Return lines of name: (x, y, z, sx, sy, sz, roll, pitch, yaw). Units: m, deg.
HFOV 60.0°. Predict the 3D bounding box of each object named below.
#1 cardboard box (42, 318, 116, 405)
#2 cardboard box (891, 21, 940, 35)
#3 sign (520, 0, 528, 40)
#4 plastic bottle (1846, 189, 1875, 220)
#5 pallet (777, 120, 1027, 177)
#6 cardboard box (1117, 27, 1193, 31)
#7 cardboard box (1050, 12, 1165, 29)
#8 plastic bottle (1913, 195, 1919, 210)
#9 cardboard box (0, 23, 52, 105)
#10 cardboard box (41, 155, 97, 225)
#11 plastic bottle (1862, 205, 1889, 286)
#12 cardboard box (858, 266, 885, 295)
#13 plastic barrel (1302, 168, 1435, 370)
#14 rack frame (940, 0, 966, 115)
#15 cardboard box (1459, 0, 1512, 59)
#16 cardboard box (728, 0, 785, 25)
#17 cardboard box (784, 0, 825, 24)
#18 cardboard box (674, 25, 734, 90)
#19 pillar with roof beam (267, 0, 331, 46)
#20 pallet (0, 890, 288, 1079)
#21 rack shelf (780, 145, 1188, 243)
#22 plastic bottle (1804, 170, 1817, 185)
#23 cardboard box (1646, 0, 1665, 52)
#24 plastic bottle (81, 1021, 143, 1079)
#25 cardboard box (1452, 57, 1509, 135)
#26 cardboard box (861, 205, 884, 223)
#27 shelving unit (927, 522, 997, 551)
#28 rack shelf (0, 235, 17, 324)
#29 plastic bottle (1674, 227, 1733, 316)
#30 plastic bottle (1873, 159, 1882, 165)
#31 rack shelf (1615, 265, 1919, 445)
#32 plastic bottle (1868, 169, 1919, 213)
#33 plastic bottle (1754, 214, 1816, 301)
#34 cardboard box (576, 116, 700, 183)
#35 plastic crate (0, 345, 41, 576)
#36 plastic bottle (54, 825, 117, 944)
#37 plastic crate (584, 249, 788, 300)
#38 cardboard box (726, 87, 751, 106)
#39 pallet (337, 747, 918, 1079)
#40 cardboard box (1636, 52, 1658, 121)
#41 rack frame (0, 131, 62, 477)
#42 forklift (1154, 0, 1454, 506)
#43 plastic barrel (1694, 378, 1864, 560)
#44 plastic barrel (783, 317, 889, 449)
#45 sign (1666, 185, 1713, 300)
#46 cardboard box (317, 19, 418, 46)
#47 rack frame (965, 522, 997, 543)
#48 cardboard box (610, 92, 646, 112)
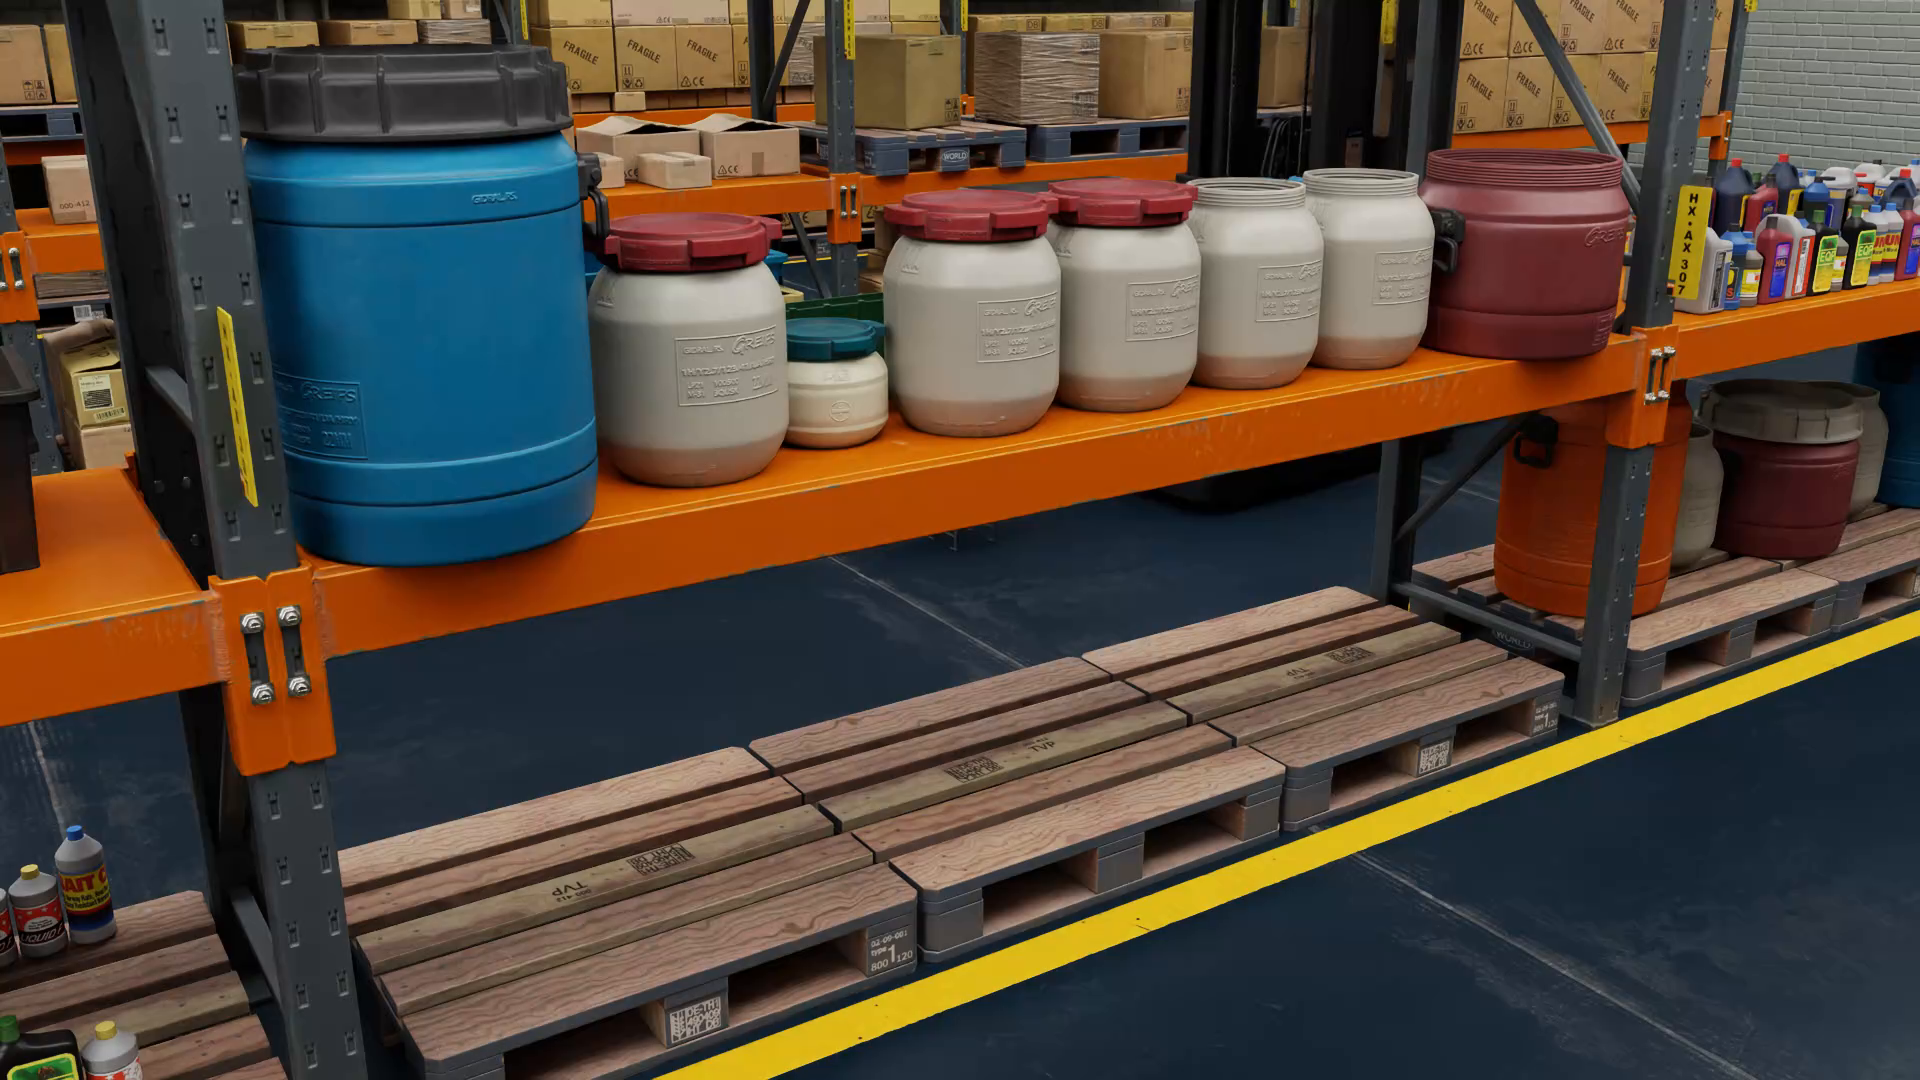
cardboard box: (-4.044, -0.875, 7.912, 0.500, 0.311, 0.500, -12, 22, -31)
cardboard box: (-0.517, -4.348, 14.769, 0.500, 0.500, 0.500, -12, 22, -32)
sign: (-3.305, -3.961, 12.595, 0.005, 0.325, 0.100, -12, 22, -31)
plastic bottle: (3.699, -1.341, 6.838, 0.097, 0.201, 0.097, 0, 19, 0)
pallet: (-0.356, -2.317, 9.714, 1.003, 0.211, 1.213, -12, 22, -31)
cardboard box: (1.399, -3.059, 10.797, 0.500, 0.500, 0.700, -8, 20, -23)
cardboard box: (1.406, -4.790, 16.261, 0.700, 0.700, 0.980, -13, 23, -34)
plastic bottle: (3.535, -1.119, 6.066, 0.135, 0.276, 0.152, -12, 22, -31)
cardboard box: (-6.508, -3.226, 11.260, 0.500, 0.500, 0.700, -12, 22, -31)
cardboard box: (-3.837, -1.592, 7.506, 0.500, 0.250, 0.500, -10, 21, -28)
plastic bottle: (3.179, -1.032, 5.814, 0.097, 0.271, 0.097, 0, 19, 0)
cardboard box: (-0.346, -1.298, 9.616, 0.500, 0.500, 0.500, -11, 22, -29)
plastic barrel: (1.096, -0.759, 4.631, 0.421, 0.512, 0.421, 0, 19, 0)
rack frame: (-0.271, -4.299, 15.276, 0.127, 3.000, 1.000, -12, 22, -31)
cardboard box: (3.436, -3.594, 11.475, 0.500, 0.500, 0.500, -13, 22, -33)
cardboard box: (-1.804, -4.434, 13.853, 0.500, 0.250, 0.500, -12, 22, -33)
cardboard box: (-1.378, -4.524, 14.119, 0.500, 0.250, 0.500, -11, 22, -30)
cardboard box: (-2.207, -3.986, 13.699, 0.500, 0.500, 0.500, -12, 22, -32)
pillar with roof beam: (-2.805, -5.287, 8.832, 0.400, 9.000, 9.100, -12, 22, -31)
pallet: (-2.087, 1.189, 3.399, 1.213, 0.211, 1.003, -12, 22, -31)
rack shelf: (0.787, -2.281, 10.432, 4.000, 0.370, 1.077, -12, 22, -31)
plastic bottle: (3.503, -1.391, 6.877, 0.097, 0.271, 0.097, 0, 19, 0)
cardboard box: (5.156, -3.959, 12.553, 0.500, 0.500, 0.500, -11, 22, -30)
plastic bottle: (-1.635, 1.025, 3.212, 0.097, 0.201, 0.097, 0, 19, 0)
cardboard box: (3.458, -3.129, 11.662, 0.500, 0.500, 0.500, -11, 22, -30)
cardboard box: (-0.742, -3.330, 15.112, 0.750, 0.750, 0.750, -12, 22, -31)
shelving unit: (0.007, -0.428, 7.105, 0.210, 0.900, 0.258, -12, 22, -31)
rack shelf: (-5.895, -0.872, 6.264, 4.000, 0.370, 1.077, -12, 22, -31)
plastic bottle: (2.377, -0.875, 5.343, 0.135, 0.276, 0.152, -12, 22, -31)
plastic bottle: (3.895, -1.486, 7.140, 0.133, 0.283, 0.061, -12, 22, -31)
rack shelf: (3.508, -0.956, 6.511, 4.000, 0.370, 1.077, -12, 22, -31)
plastic bottle: (3.474, -1.199, 6.184, 0.185, 0.351, 0.144, -12, 22, -31)
plastic bottle: (2.763, -0.957, 5.584, 0.135, 0.276, 0.152, -12, 22, -31)
cardboard box: (-1.737, -2.122, 8.976, 0.500, 0.311, 0.500, -12, 22, -32)
plastic crate: (-2.010, -0.152, 3.107, 0.504, 0.338, 0.767, -12, 22, -31)
plastic bottle: (-2.011, 0.783, 3.817, 0.097, 0.271, 0.097, 0, 19, 0)
plastic crate: (-0.753, -0.509, 4.093, 0.575, 0.384, 0.392, -12, 22, -31)
cardboard box: (-1.934, -3.754, 14.025, 0.250, 0.149, 0.380, -12, 22, -31)
pallet: (-0.869, 0.933, 4.156, 1.213, 0.211, 1.003, -12, 22, -31)
cardboard box: (5.142, -3.482, 12.705, 0.500, 0.500, 0.500, -12, 22, -31)
rack frame: (-4.224, -1.565, 7.191, 0.127, 3.000, 1.000, -12, 22, -31)
forklift: (1.922, -1.917, 8.339, 3.031, 2.935, 1.130, -15, 24, -38)
plastic barrel: (3.180, -0.290, 6.529, 0.708, 0.588, 0.600, -12, 22, -31)
plastic barrel: (-0.314, -0.366, 3.860, 0.301, 0.262, 0.301, 0, 19, 0)
sign: (2.146, -0.875, 4.896, 0.005, 0.325, 0.100, -12, 22, -31)
cardboard box: (-4.450, -3.659, 12.540, 0.500, 0.500, 0.700, -14, 23, -36)
rack frame: (0.092, -0.446, 7.158, 0.006, 0.900, 0.240, -12, 22, -31)
cardboard box: (-2.725, -3.547, 13.413, 0.250, 0.149, 0.380, -11, 22, -30)
